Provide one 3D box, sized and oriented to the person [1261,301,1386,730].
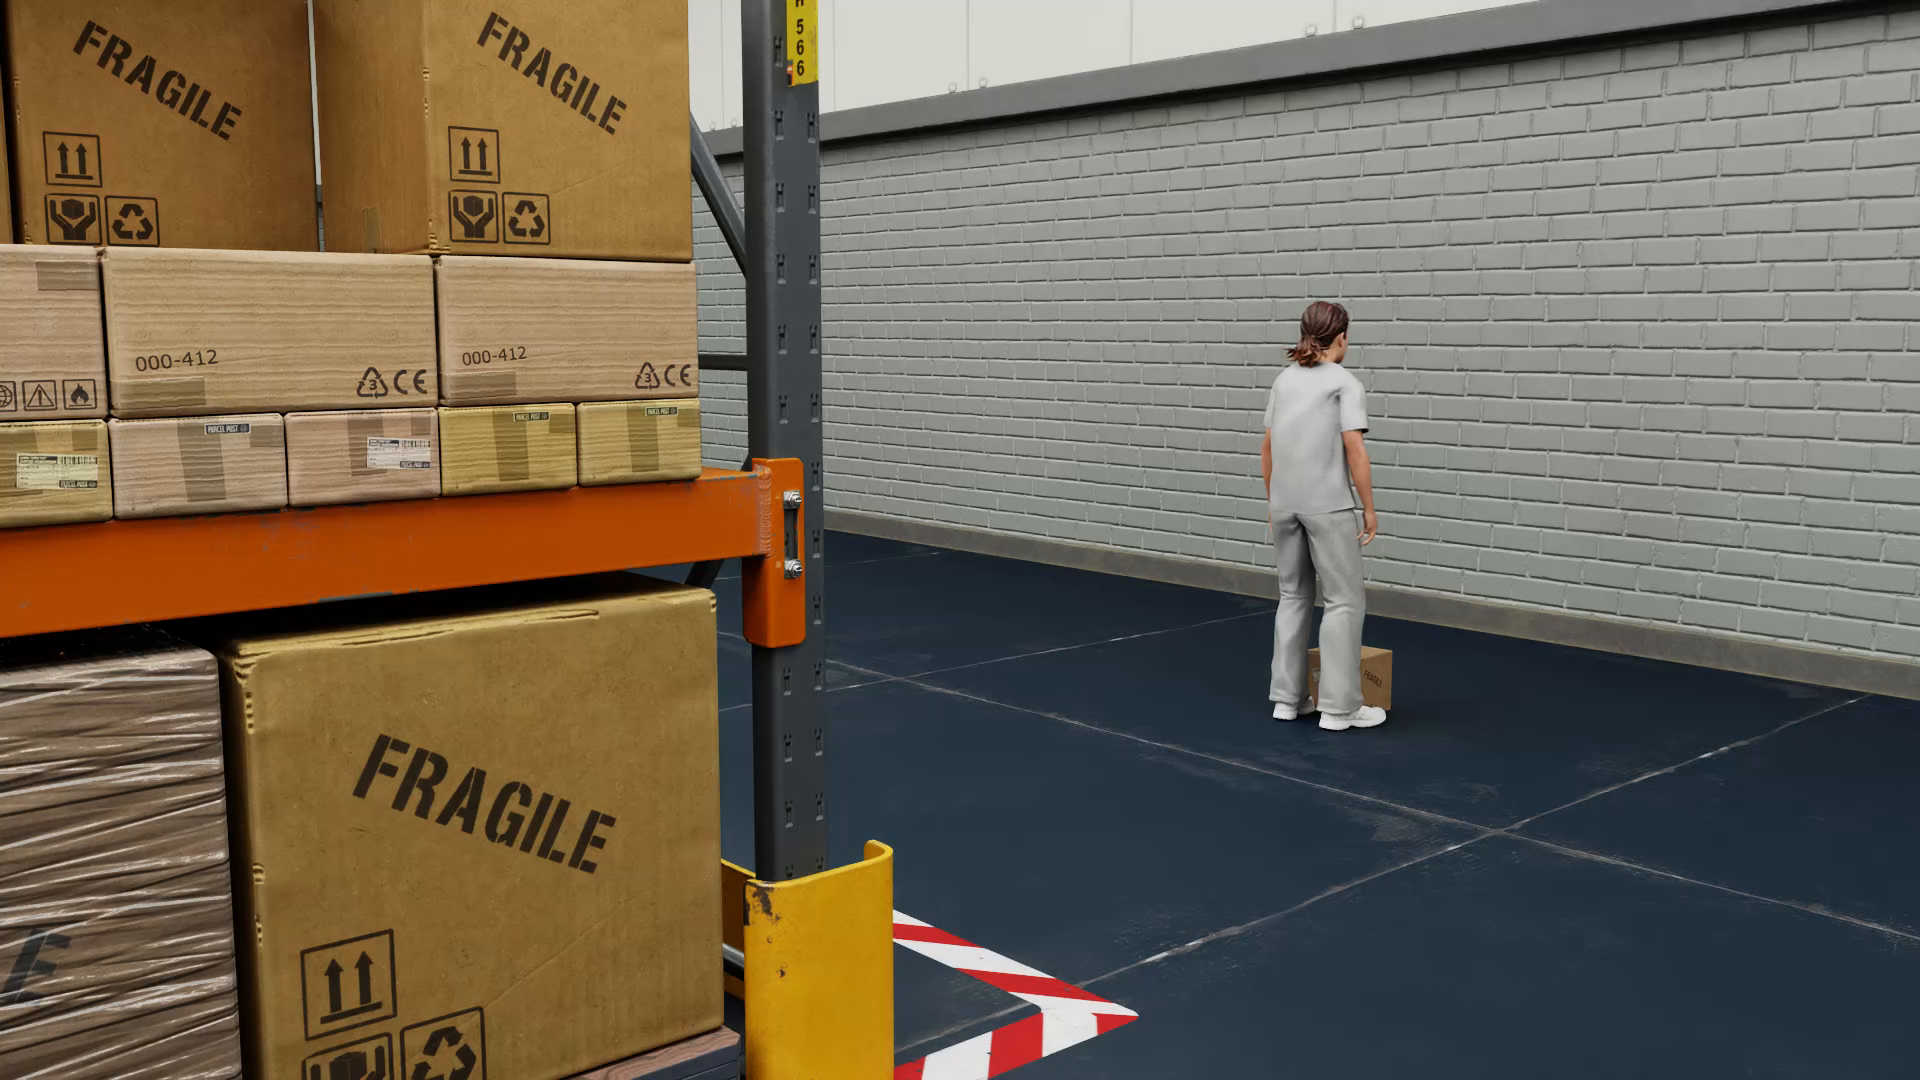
[{"bbox_3d":[1.421,-0.106,6.599,0.356,1.673,0.508,-7,10,-43],"label":"person"}]
